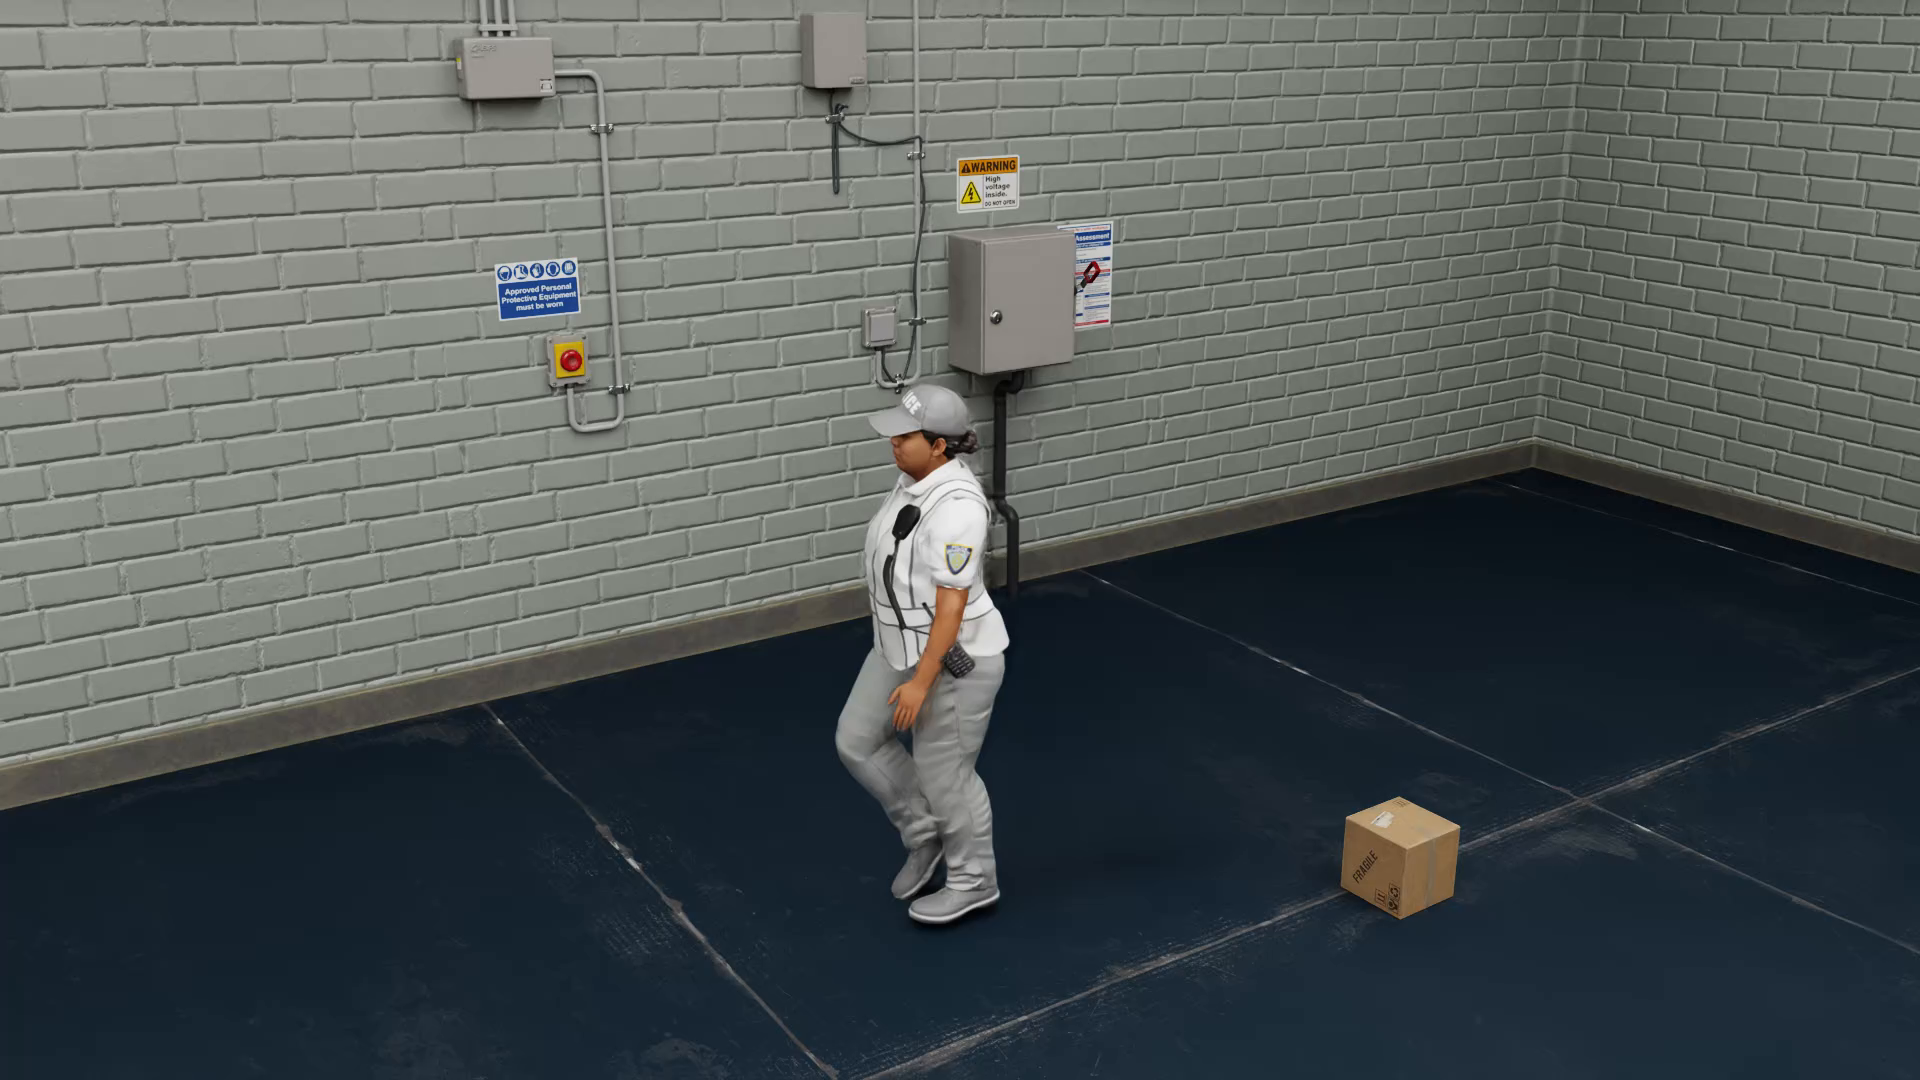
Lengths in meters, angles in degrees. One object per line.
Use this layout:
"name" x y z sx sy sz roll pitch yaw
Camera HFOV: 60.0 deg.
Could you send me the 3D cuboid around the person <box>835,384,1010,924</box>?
"person" -0.104 0.371 4.913 0.458 1.698 0.486 -7 19 -20
